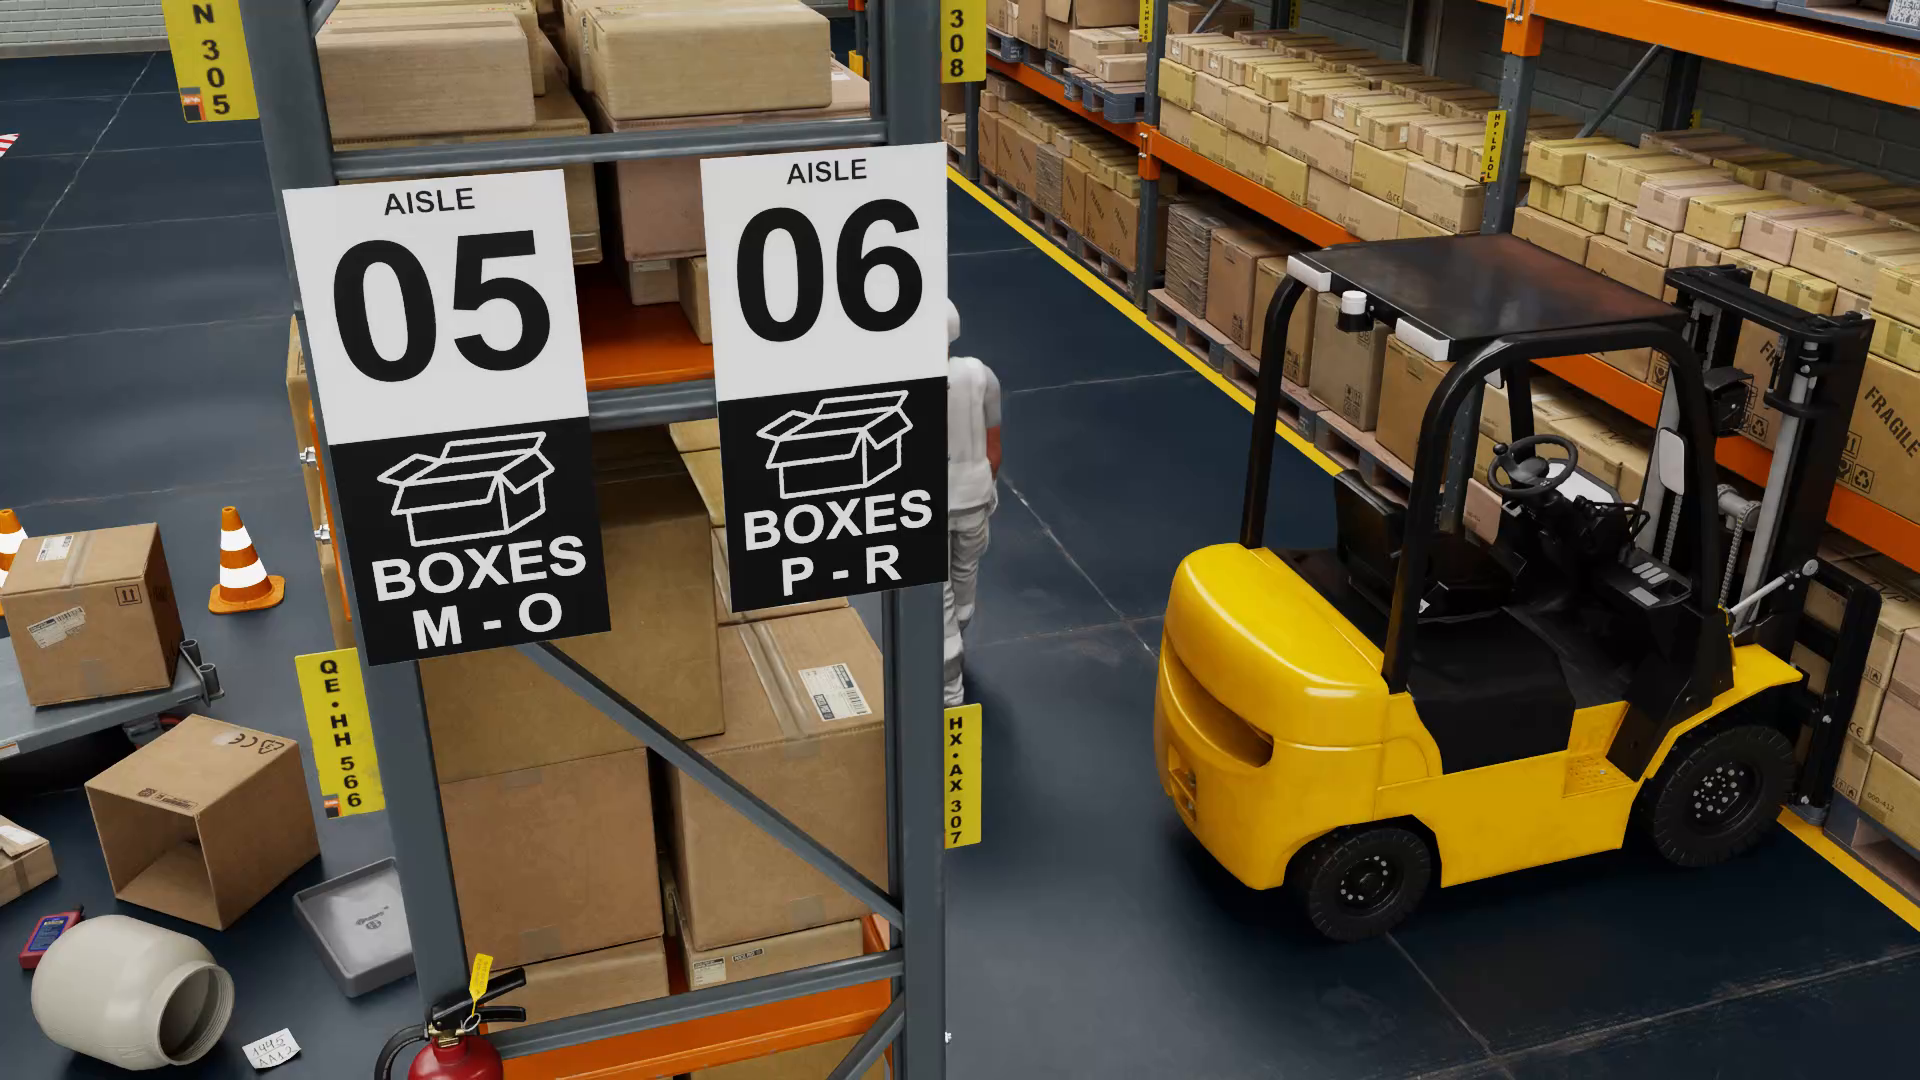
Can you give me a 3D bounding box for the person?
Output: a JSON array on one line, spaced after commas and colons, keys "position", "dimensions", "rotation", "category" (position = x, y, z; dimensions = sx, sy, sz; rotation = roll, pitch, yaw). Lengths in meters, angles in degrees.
[{"position": [-0.123, -0.201, 6.971], "dimensions": [0.544, 1.772, 0.762], "rotation": [-9, 27, -18], "category": "person"}]
